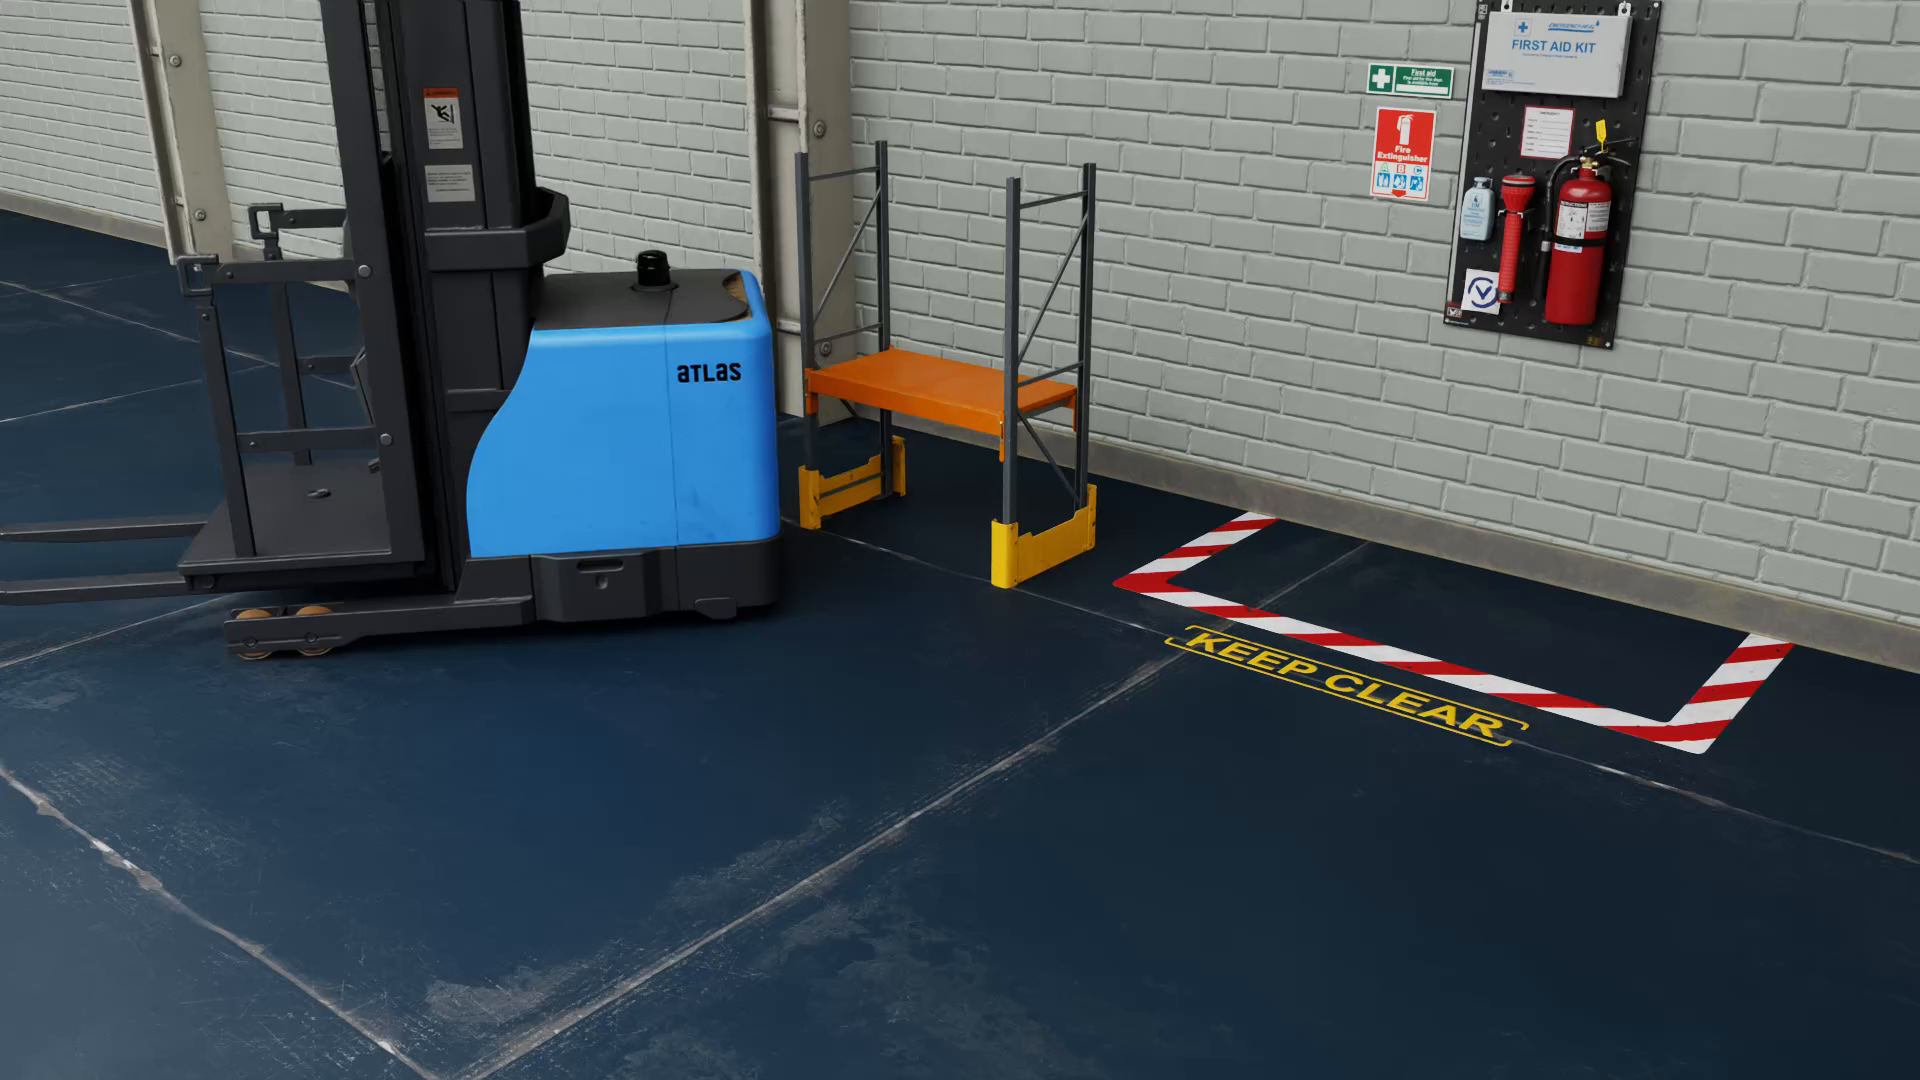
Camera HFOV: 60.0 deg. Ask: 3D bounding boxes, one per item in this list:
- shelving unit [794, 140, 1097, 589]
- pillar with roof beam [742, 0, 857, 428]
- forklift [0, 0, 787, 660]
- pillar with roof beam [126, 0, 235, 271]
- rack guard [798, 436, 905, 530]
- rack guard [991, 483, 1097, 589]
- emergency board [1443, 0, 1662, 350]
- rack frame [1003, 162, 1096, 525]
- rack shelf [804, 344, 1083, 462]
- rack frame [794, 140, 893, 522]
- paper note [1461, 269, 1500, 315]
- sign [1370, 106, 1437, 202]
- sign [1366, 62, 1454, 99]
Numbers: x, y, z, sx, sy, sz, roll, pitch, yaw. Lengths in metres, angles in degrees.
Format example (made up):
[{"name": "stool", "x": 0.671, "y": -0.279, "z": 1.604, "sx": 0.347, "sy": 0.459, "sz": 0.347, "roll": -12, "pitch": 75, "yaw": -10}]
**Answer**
[{"name": "shelving unit", "x": -0.059, "y": -0.719, "z": 6.449, "sx": 1.083, "sy": 1.500, "sz": 0.587, "roll": 16, "pitch": 26, "yaw": 36}, {"name": "pillar with roof beam", "x": -3.479, "y": -3.668, "z": 3.641, "sx": 0.400, "sy": 9.000, "sz": 9.100, "roll": 16, "pitch": 26, "yaw": 36}, {"name": "forklift", "x": -2.187, "y": -1.169, "z": 5.614, "sx": 3.031, "sy": 2.935, "sz": 1.130, "roll": -4, "pitch": 21, "yaw": -9}, {"name": "pillar with roof beam", "x": -8.127, "y": -5.006, "z": 7.191, "sx": 0.400, "sy": 9.000, "sz": 9.100, "roll": 16, "pitch": 26, "yaw": 36}, {"name": "rack guard", "x": -0.445, "y": -0.245, "z": 6.964, "sx": 0.087, "sy": 0.250, "sz": 0.587, "roll": 16, "pitch": 26, "yaw": 36}, {"name": "rack guard", "x": 0.327, "y": -0.023, "z": 6.375, "sx": 0.087, "sy": 0.250, "sz": 0.587, "roll": 16, "pitch": 26, "yaw": 36}, {"name": "emergency board", "x": 2.001, "y": -1.261, "z": 5.760, "sx": 0.643, "sy": 1.169, "sz": 0.194, "roll": 16, "pitch": 26, "yaw": 36}, {"name": "rack frame", "x": 0.328, "y": -0.607, "z": 6.153, "sx": 0.032, "sy": 1.500, "sz": 0.500, "roll": 16, "pitch": 26, "yaw": 36}, {"name": "rack shelf", "x": -0.066, "y": -0.552, "z": 6.517, "sx": 1.000, "sy": 0.185, "sz": 0.538, "roll": 16, "pitch": 26, "yaw": 36}, {"name": "rack frame", "x": -0.460, "y": -0.834, "z": 6.755, "sx": 0.032, "sy": 1.500, "sz": 0.500, "roll": 16, "pitch": 26, "yaw": 36}, {"name": "paper note", "x": 1.907, "y": -0.907, "z": 6.070, "sx": 0.142, "sy": 0.148, "sz": 0.016, "roll": 16, "pitch": 26, "yaw": 36}, {"name": "sign", "x": 1.638, "y": -1.429, "z": 6.155, "sx": 0.234, "sy": 0.329, "sz": 0.001, "roll": 16, "pitch": 26, "yaw": 36}, {"name": "sign", "x": 1.636, "y": -1.673, "z": 6.053, "sx": 0.331, "sy": 0.109, "sz": 0.001, "roll": 16, "pitch": 26, "yaw": 36}]
